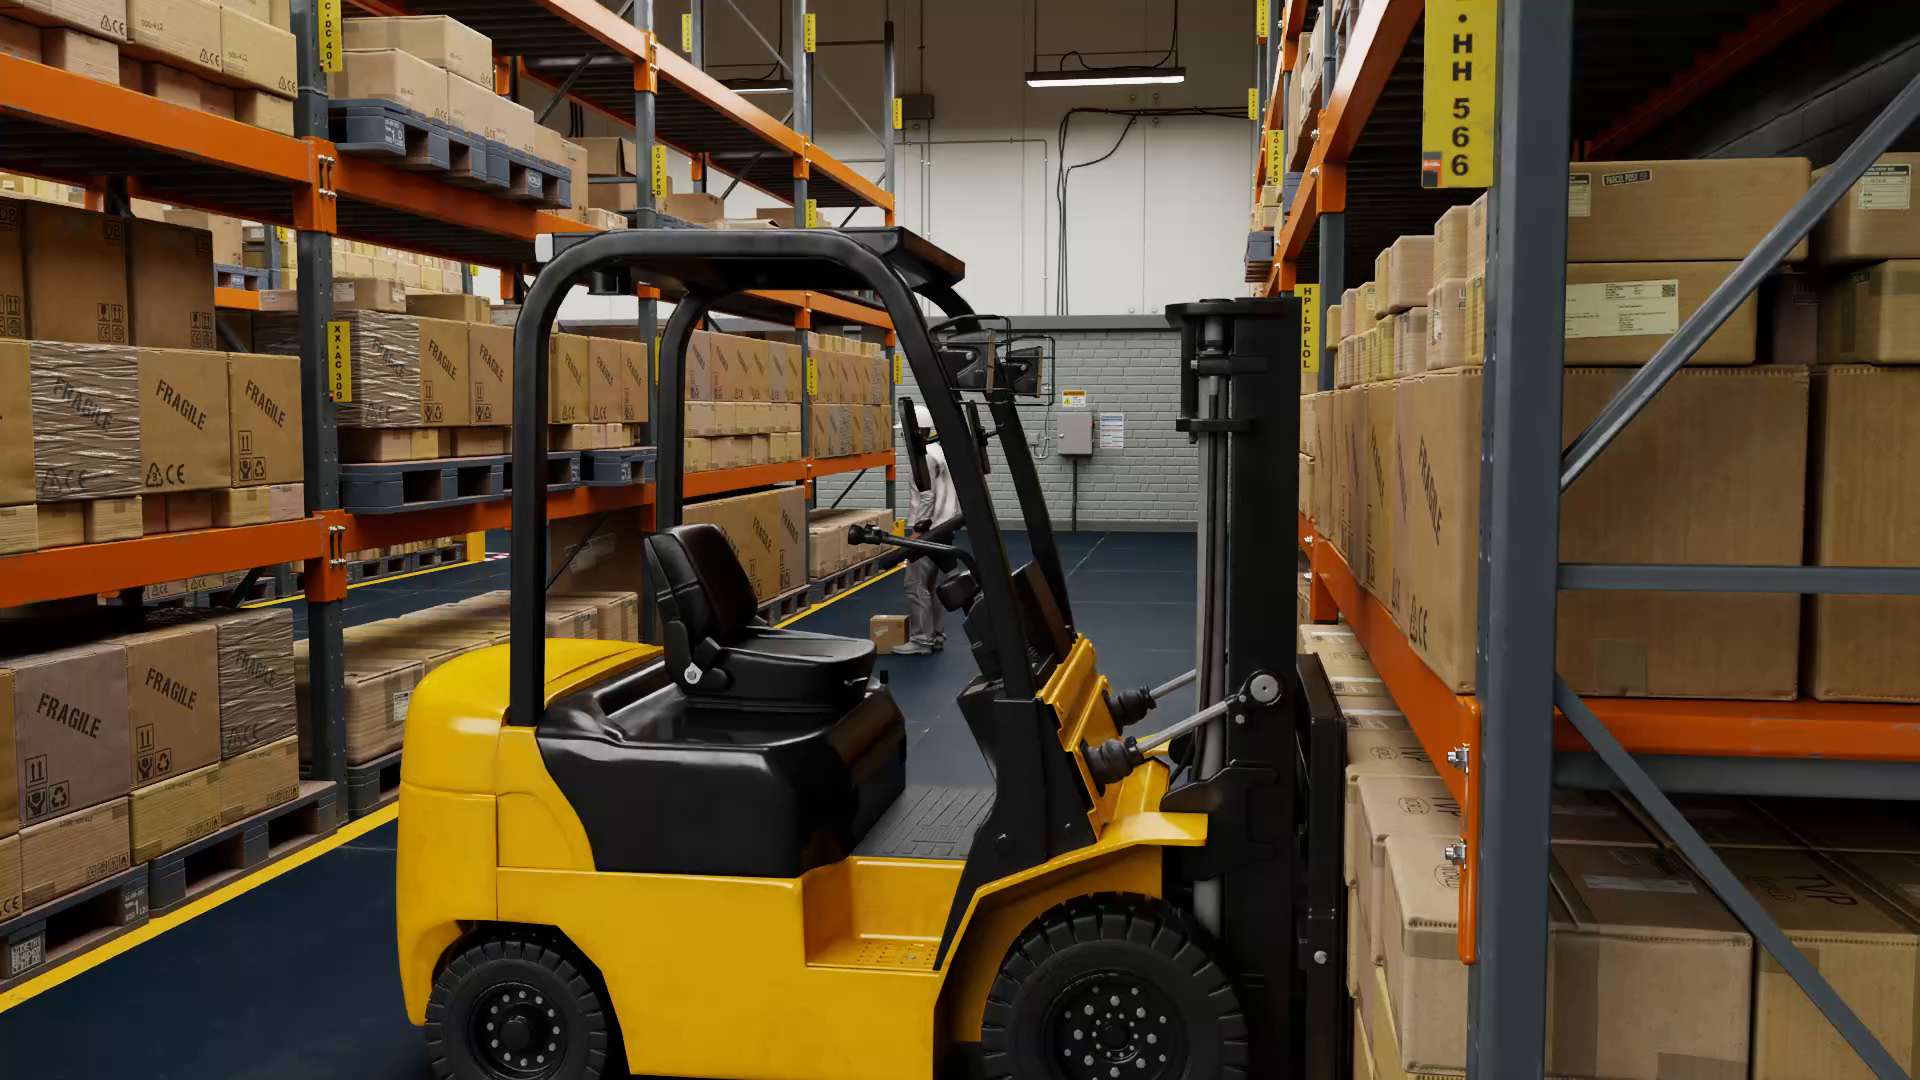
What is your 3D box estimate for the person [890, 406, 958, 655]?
[{"bbox_3d":[-0.251,-0.074,11.918,0.473,1.771,0.582,0,4,6],"label":"person"}]
